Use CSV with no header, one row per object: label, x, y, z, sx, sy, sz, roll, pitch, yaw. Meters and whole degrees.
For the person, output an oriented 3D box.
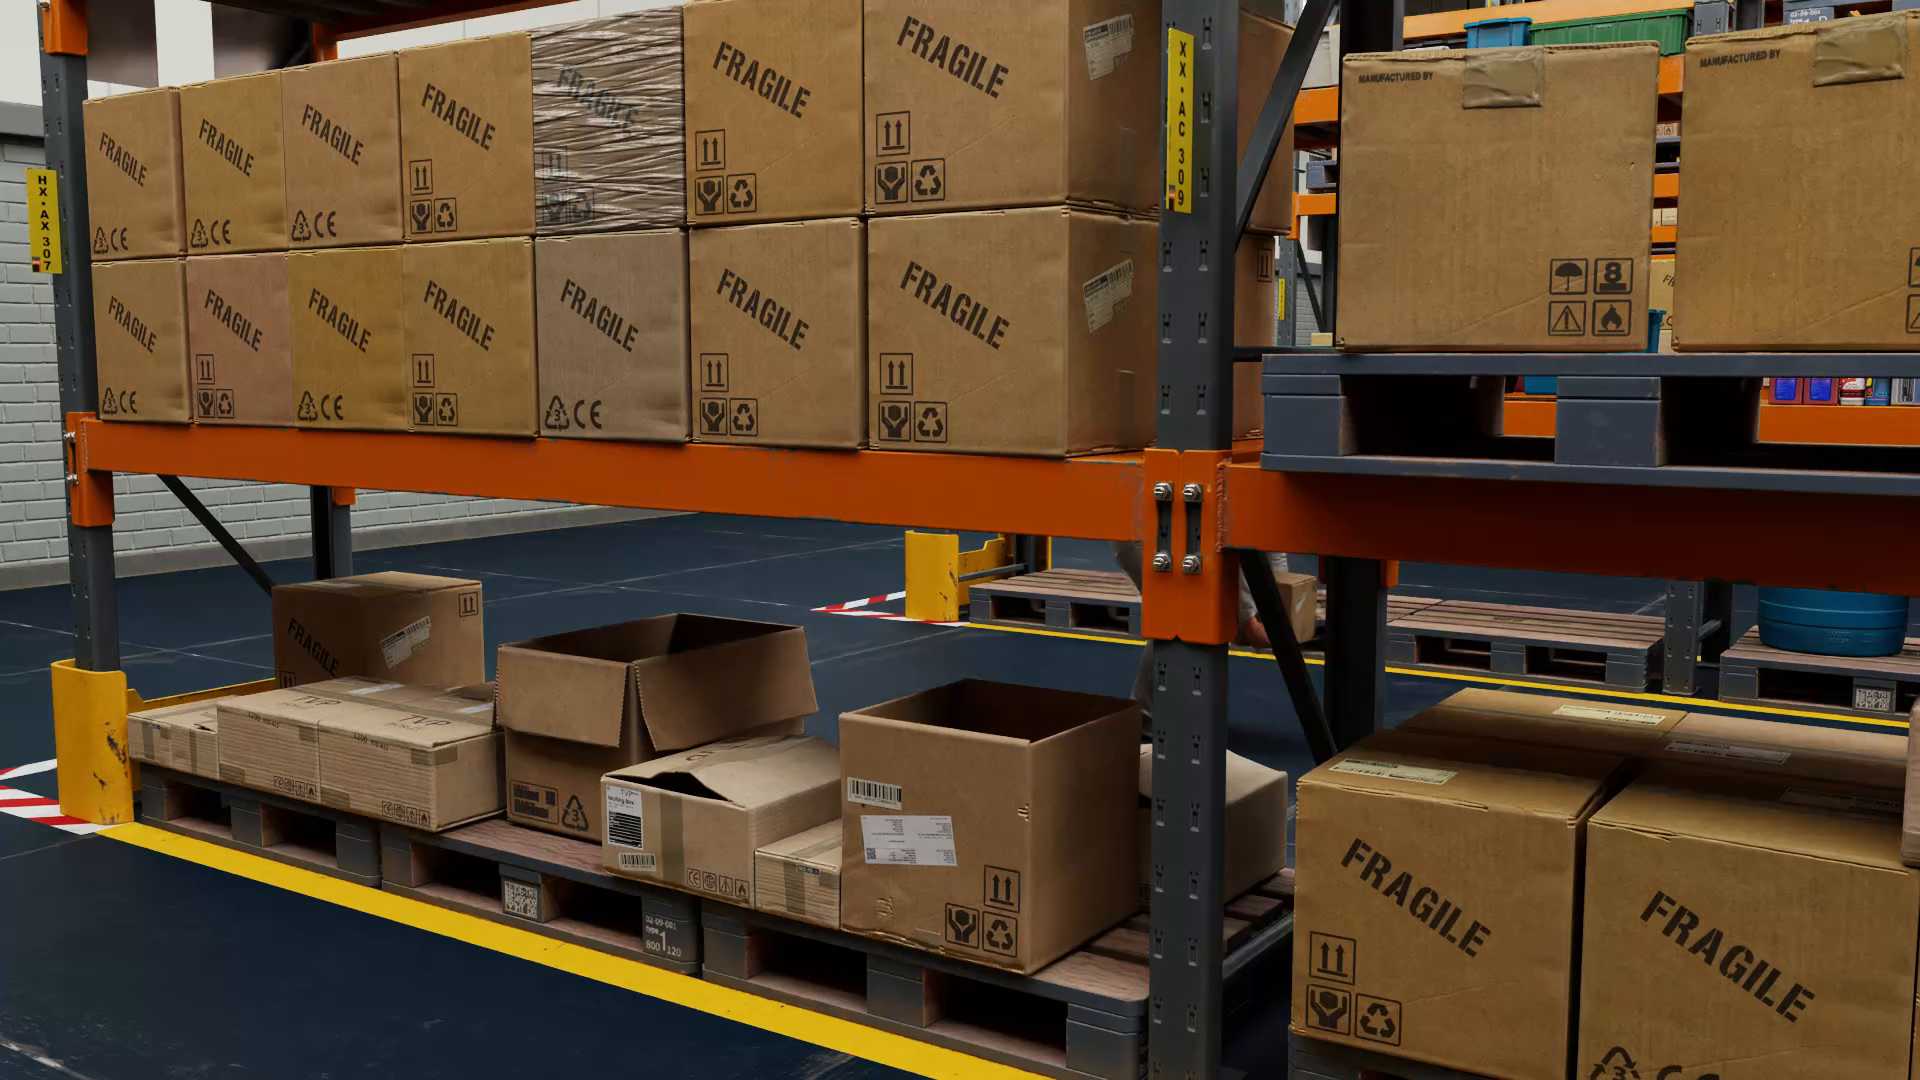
person,1.046,0.165,6.532,0.958,1.255,0.479,4,7,32
